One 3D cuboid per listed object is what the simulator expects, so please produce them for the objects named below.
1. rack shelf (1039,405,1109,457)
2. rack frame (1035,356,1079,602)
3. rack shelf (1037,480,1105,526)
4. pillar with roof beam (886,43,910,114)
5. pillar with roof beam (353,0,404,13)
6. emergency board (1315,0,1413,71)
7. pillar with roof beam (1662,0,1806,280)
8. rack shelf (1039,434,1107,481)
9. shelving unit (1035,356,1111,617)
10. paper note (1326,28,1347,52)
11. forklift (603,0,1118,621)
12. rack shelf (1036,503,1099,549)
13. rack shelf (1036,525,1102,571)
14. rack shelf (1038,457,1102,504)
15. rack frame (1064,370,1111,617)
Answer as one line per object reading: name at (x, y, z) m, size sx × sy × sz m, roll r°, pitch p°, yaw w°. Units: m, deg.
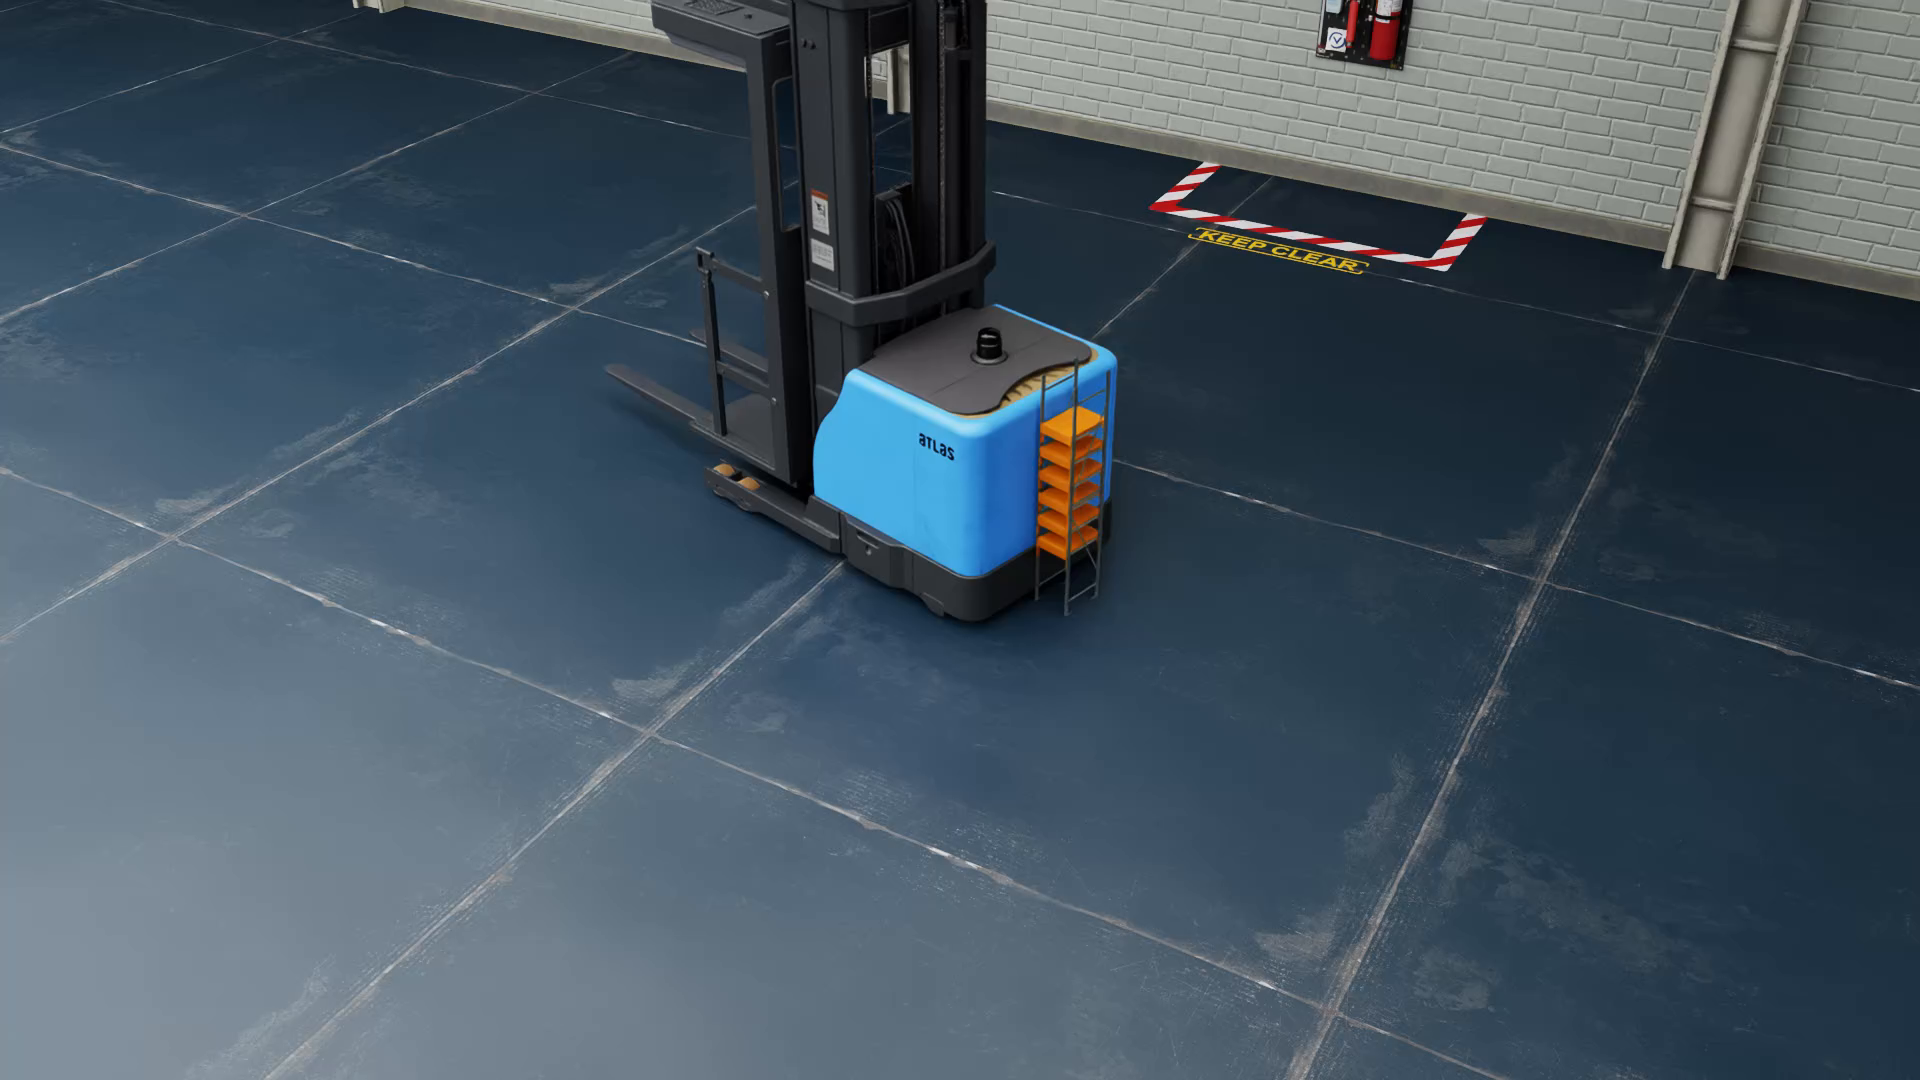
rack shelf at (0.502, -0.486, 7.328) m, size 0.180 × 0.103 × 0.258 m, roll 28°, pitch 43°, yaw 35°
rack frame at (0.436, -0.258, 7.556) m, size 0.006 × 1.200 × 0.240 m, roll 28°, pitch 43°, yaw 35°
rack shelf at (0.502, -0.186, 7.527) m, size 0.180 × 0.103 × 0.258 m, roll 28°, pitch 43°, yaw 35°
pillar with roof beam at (-2.479, -5.138, 7.847) m, size 0.400 × 9.000 × 9.100 m, roll 18°, pitch 37°, yaw 24°
pillar with roof beam at (-7.689, -6.788, 10.325) m, size 0.400 × 9.000 × 9.100 m, roll 18°, pitch 37°, yaw 24°
emergency board at (2.739, -3.761, 11.191) m, size 0.643 × 1.169 × 0.194 m, roll 18°, pitch 37°, yaw 24°
pillar with roof beam at (2.730, -3.488, 5.369) m, size 0.400 × 9.000 × 9.100 m, roll 18°, pitch 37°, yaw 24°
rack shelf at (0.502, -0.386, 7.394) m, size 0.180 × 0.103 × 0.258 m, roll 28°, pitch 43°, yaw 35°
shelving unit at (0.502, -0.223, 7.503) m, size 0.189 × 1.200 × 0.258 m, roll 28°, pitch 43°, yaw 35°
paper note at (2.620, -3.476, 11.558) m, size 0.142 × 0.148 × 0.016 m, roll 18°, pitch 37°, yaw 24°
forklift at (-0.674, -1.555, 7.941) m, size 3.031 × 2.935 × 1.130 m, roll 28°, pitch 43°, yaw 35°
rack shelf at (0.502, -0.086, 7.594) m, size 0.180 × 0.103 × 0.258 m, roll 28°, pitch 43°, yaw 35°
rack shelf at (0.502, 0.013, 7.660) m, size 0.180 × 0.103 × 0.258 m, roll 28°, pitch 43°, yaw 35°
rack shelf at (0.502, -0.286, 7.461) m, size 0.180 × 0.103 × 0.258 m, roll 28°, pitch 43°, yaw 35°
rack frame at (0.568, -0.188, 7.450) m, size 0.006 × 1.200 × 0.240 m, roll 28°, pitch 43°, yaw 35°
